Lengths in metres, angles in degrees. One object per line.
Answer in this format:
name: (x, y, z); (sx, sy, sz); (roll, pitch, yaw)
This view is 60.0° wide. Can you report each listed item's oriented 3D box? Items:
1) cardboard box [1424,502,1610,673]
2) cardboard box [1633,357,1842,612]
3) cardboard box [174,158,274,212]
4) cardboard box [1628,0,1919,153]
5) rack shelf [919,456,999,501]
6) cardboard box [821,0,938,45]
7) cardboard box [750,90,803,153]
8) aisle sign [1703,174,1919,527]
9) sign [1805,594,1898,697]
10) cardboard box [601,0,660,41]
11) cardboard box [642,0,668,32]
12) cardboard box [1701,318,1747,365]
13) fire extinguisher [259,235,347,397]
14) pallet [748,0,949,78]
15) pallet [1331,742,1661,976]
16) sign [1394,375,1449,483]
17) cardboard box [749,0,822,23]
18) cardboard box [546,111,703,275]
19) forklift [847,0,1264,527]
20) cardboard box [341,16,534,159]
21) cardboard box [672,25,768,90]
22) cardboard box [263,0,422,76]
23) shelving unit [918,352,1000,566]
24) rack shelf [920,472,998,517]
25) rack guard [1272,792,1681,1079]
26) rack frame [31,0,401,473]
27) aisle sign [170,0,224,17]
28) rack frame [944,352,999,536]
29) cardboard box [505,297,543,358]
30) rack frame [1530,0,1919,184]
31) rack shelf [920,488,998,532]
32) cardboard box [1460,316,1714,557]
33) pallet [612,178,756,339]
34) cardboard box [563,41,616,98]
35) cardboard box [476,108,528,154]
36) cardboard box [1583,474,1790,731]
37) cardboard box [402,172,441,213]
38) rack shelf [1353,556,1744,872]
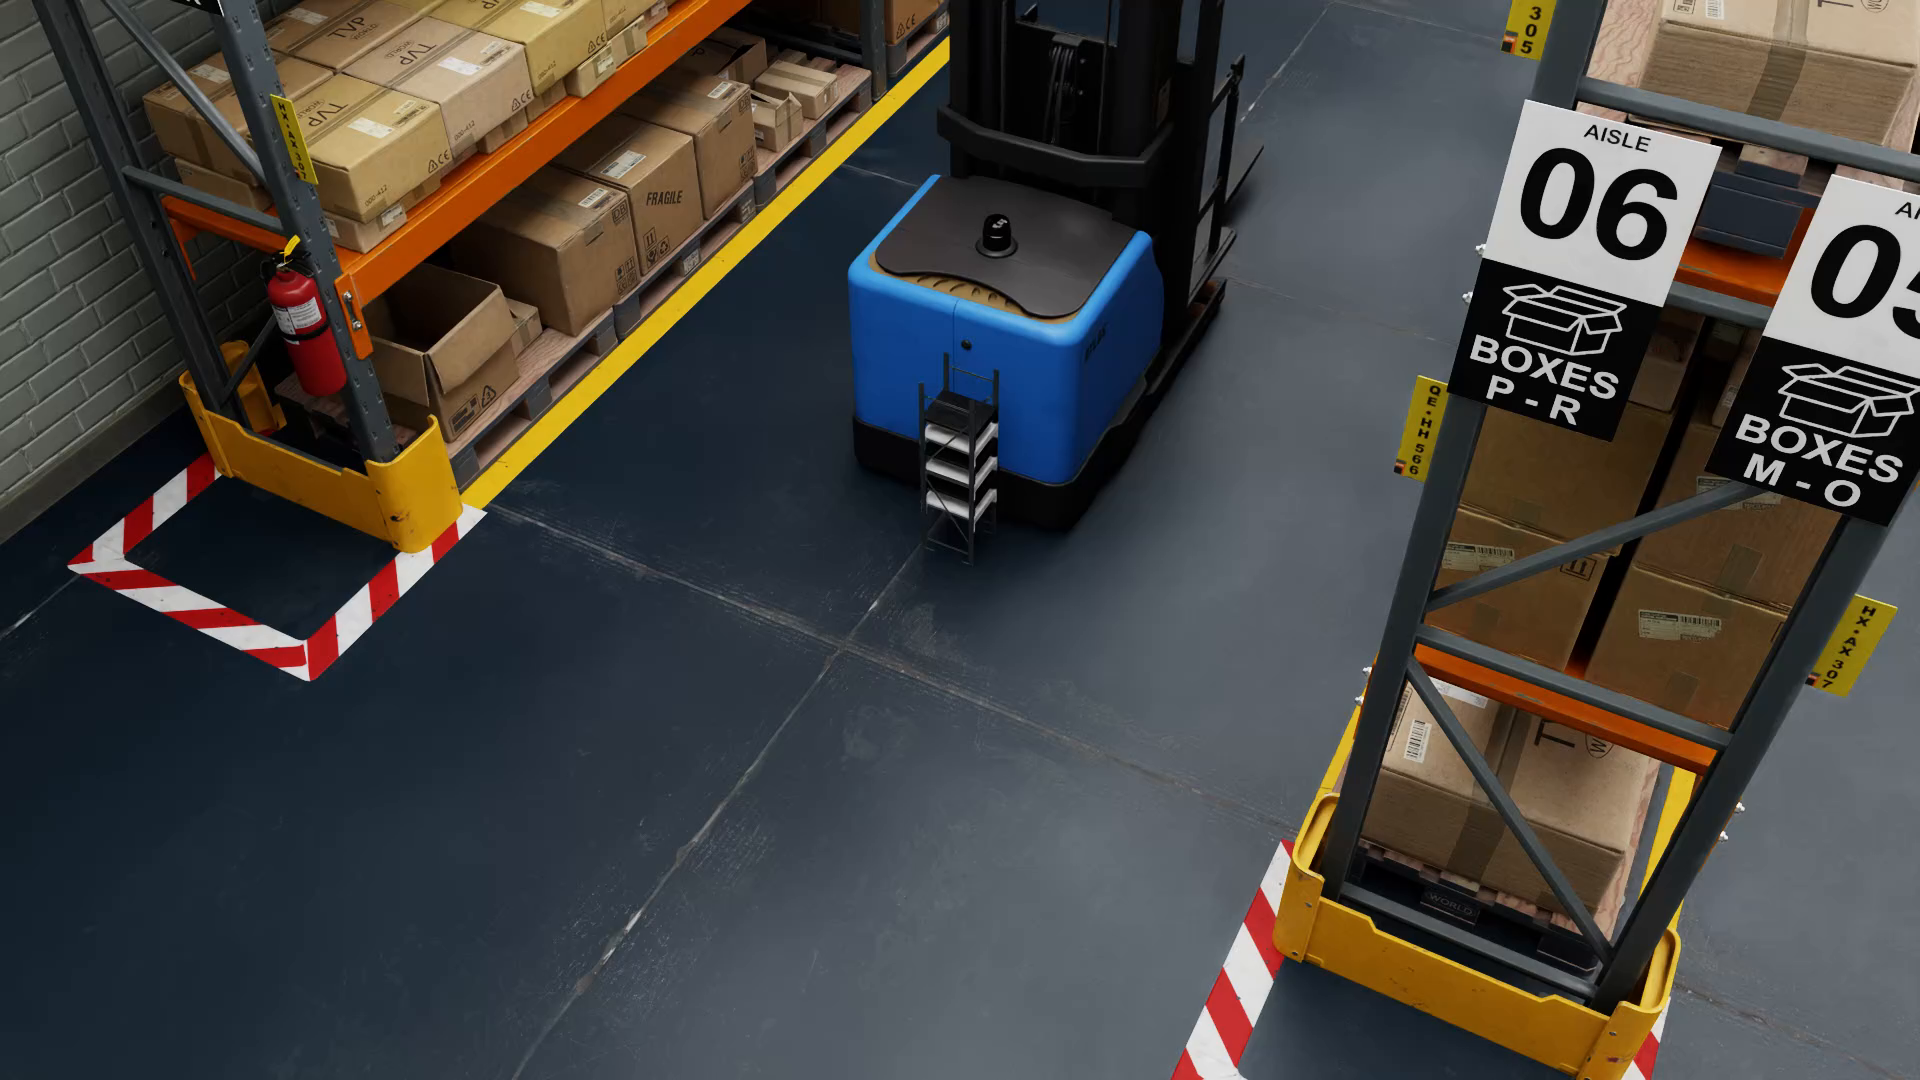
cardboard box: (1.641, -0.024, 4.875); (0.500, 0.500, 0.500); (21, 49, 19)
cardboard box: (2.127, -0.193, 4.338); (0.500, 0.500, 0.500); (19, 48, 18)
cardboard box: (-2.831, -1.444, 6.524); (0.380, 0.149, 0.250); (20, 49, 19)
cardboard box: (1.781, -1.096, 3.635); (0.500, 0.250, 0.500); (16, 48, 15)
rack shelf: (-0.004, -0.288, 6.728); (0.258, 0.077, 0.200); (20, 49, 19)
cardboard box: (-0.466, -3.254, 9.599); (0.500, 0.500, 0.500); (22, 49, 21)
cardboard box: (-1.054, -2.268, 8.789); (0.396, 0.266, 0.258); (22, 49, 20)
aisle sign: (1.875, -0.371, 3.459); (0.394, 0.787, 0.004); (20, 49, 19)
sign: (2.140, 0.257, 4.003); (0.100, 0.325, 0.005); (20, 49, 19)
cardboard box: (-1.613, -2.450, 7.239); (0.500, 0.250, 0.500); (19, 48, 18)
cardboard box: (-1.546, -2.416, 7.485); (0.380, 0.149, 0.250); (20, 49, 19)
cardboard box: (2.120, -0.533, 4.219); (0.380, 0.149, 0.250); (22, 49, 20)
fire extinguisher: (-2.406, -0.831, 6.059); (0.296, 0.674, 0.183); (20, 49, 19)
pallet: (-0.546, -3.299, 10.142); (1.003, 0.211, 1.213); (20, 49, 19)
pallet: (1.953, 0.853, 6.039); (1.003, 0.211, 1.213); (20, 49, 19)
sign: (1.177, -0.276, 4.213); (0.100, 0.325, 0.005); (20, 49, 19)
cardboard box: (-0.924, -3.430, 9.773); (0.500, 0.500, 0.500); (20, 49, 19)
cardboard box: (-1.614, -1.683, 8.047); (0.500, 0.500, 0.500); (21, 49, 20)
forklift: (0.641, -2.137, 7.081); (1.130, 2.935, 3.031); (19, 48, 18)
cardboard box: (-2.064, -1.801, 6.597); (0.500, 0.250, 0.500); (21, 49, 19)
cardboard box: (-1.406, -2.619, 9.104); (0.500, 0.311, 0.500); (22, 49, 20)
cardboard box: (-2.528, -1.988, 6.782); (0.500, 0.250, 0.500); (21, 49, 19)
shelving unit: (-0.004, -0.311, 6.705); (0.258, 0.900, 0.210); (20, 49, 19)
rack shelf: (-0.004, -0.225, 6.793); (0.258, 0.077, 0.200); (20, 49, 19)
rack guard: (1.640, 1.296, 5.398); (1.175, 0.500, 0.348); (20, 49, 19)
rack frame: (-2.747, -1.234, 6.141); (1.000, 3.000, 0.127); (20, 49, 19)
aisle sign: (-2.518, -2.008, 5.078); (0.394, 0.787, 0.004); (20, 49, 19)
rack frame: (0.043, -0.375, 6.768); (0.240, 0.900, 0.006); (20, 49, 19)
cardboard box: (-2.147, -0.989, 7.607); (0.380, 0.149, 0.250); (19, 48, 18)
rack frame: (1.651, -1.707, 2.390); (1.000, 3.000, 0.127); (20, 49, 19)
rack shelf: (-0.004, -0.161, 6.857); (0.258, 0.077, 0.200); (20, 49, 19)
cardboard box: (1.664, -0.367, 4.510); (0.500, 0.500, 0.500); (22, 49, 20)
pallet: (-1.775, -1.570, 8.434); (1.003, 0.211, 1.213); (20, 49, 19)
cardboard box: (-1.709, -2.058, 7.131); (0.380, 0.149, 0.250); (19, 48, 18)
cardboard box: (-2.011, -1.754, 6.831); (0.380, 0.149, 0.250); (22, 49, 20)
cardboard box: (2.129, 0.159, 4.693); (0.500, 0.500, 0.500); (20, 49, 19)
cardboard box: (-2.274, -1.438, 6.519); (0.380, 0.149, 0.250); (22, 49, 20)
rack shelf: (2.580, -0.605, 6.025); (1.077, 0.370, 4.000); (20, 49, 19)
